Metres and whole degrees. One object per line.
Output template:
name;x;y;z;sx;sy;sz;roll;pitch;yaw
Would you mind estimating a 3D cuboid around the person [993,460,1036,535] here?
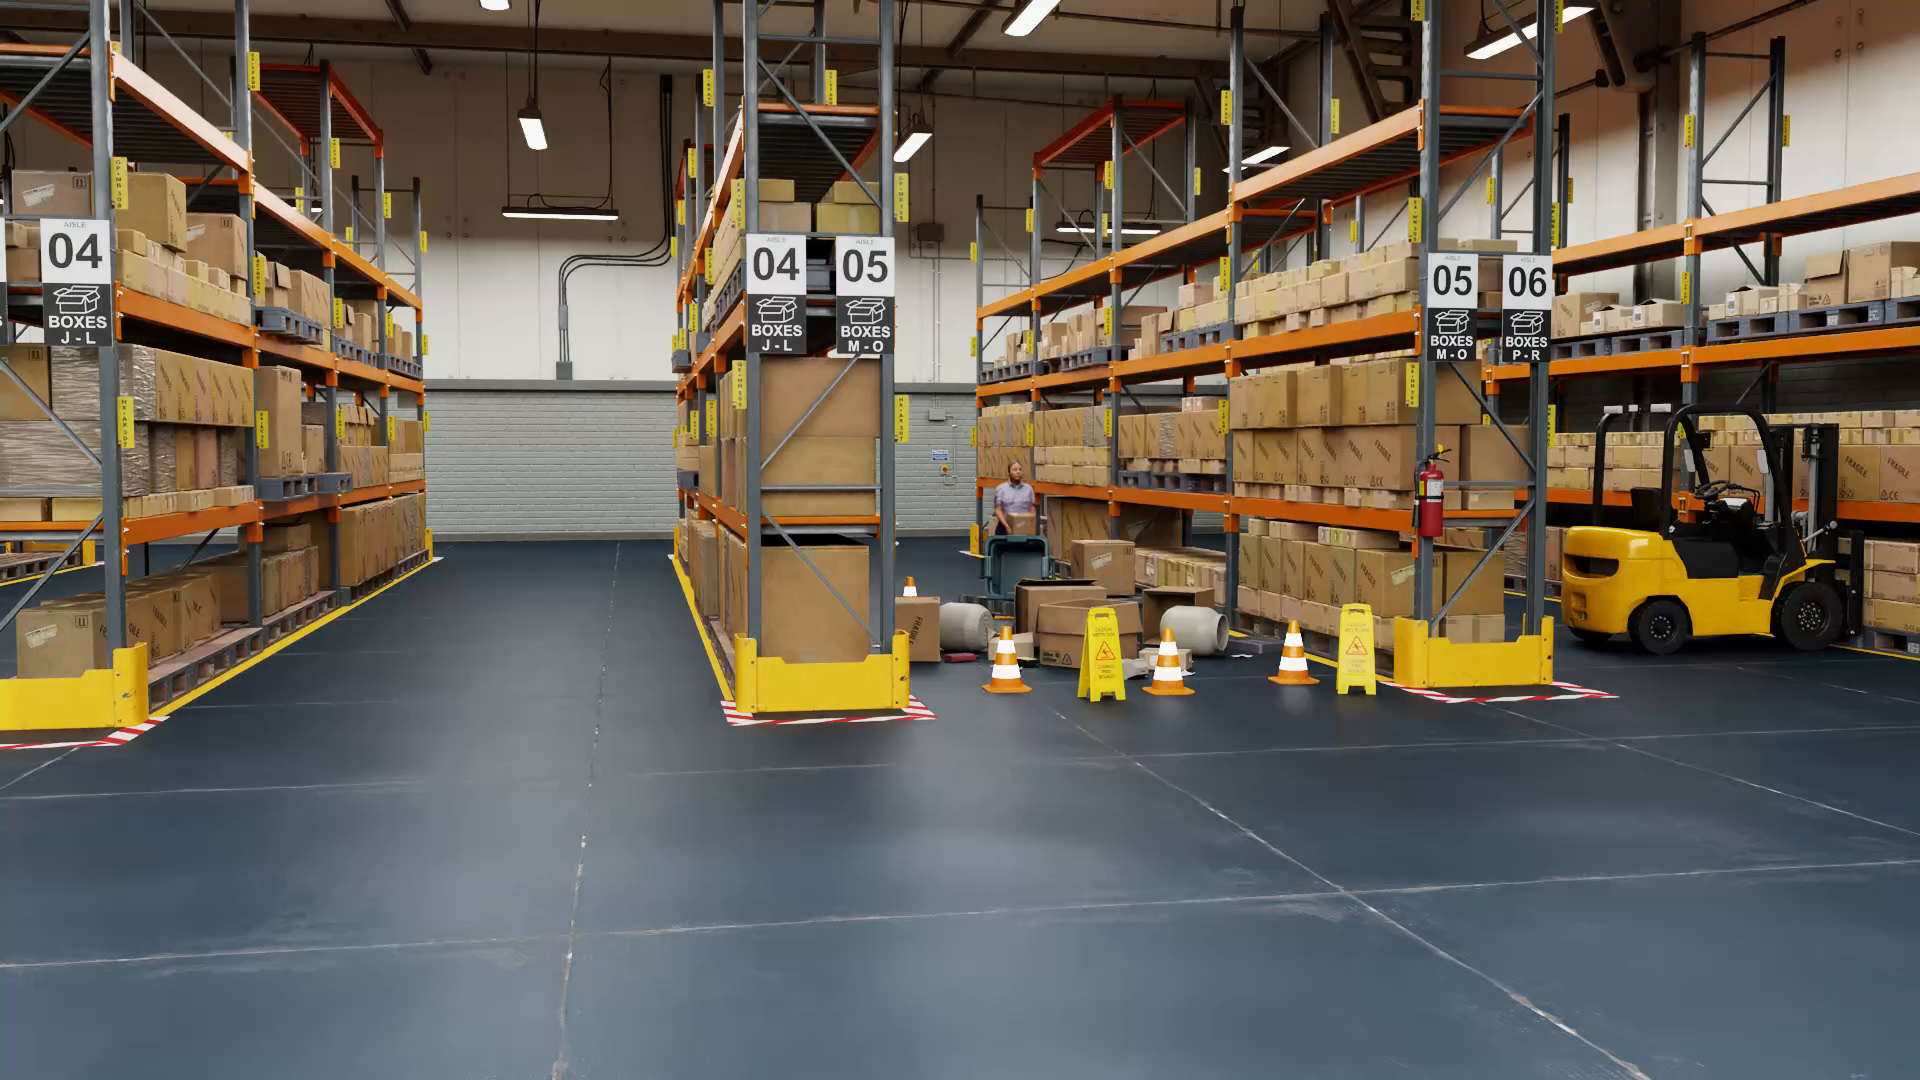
person;0.617;-0.044;18.021;0.480;1.652;0.469;-1;3;-16
